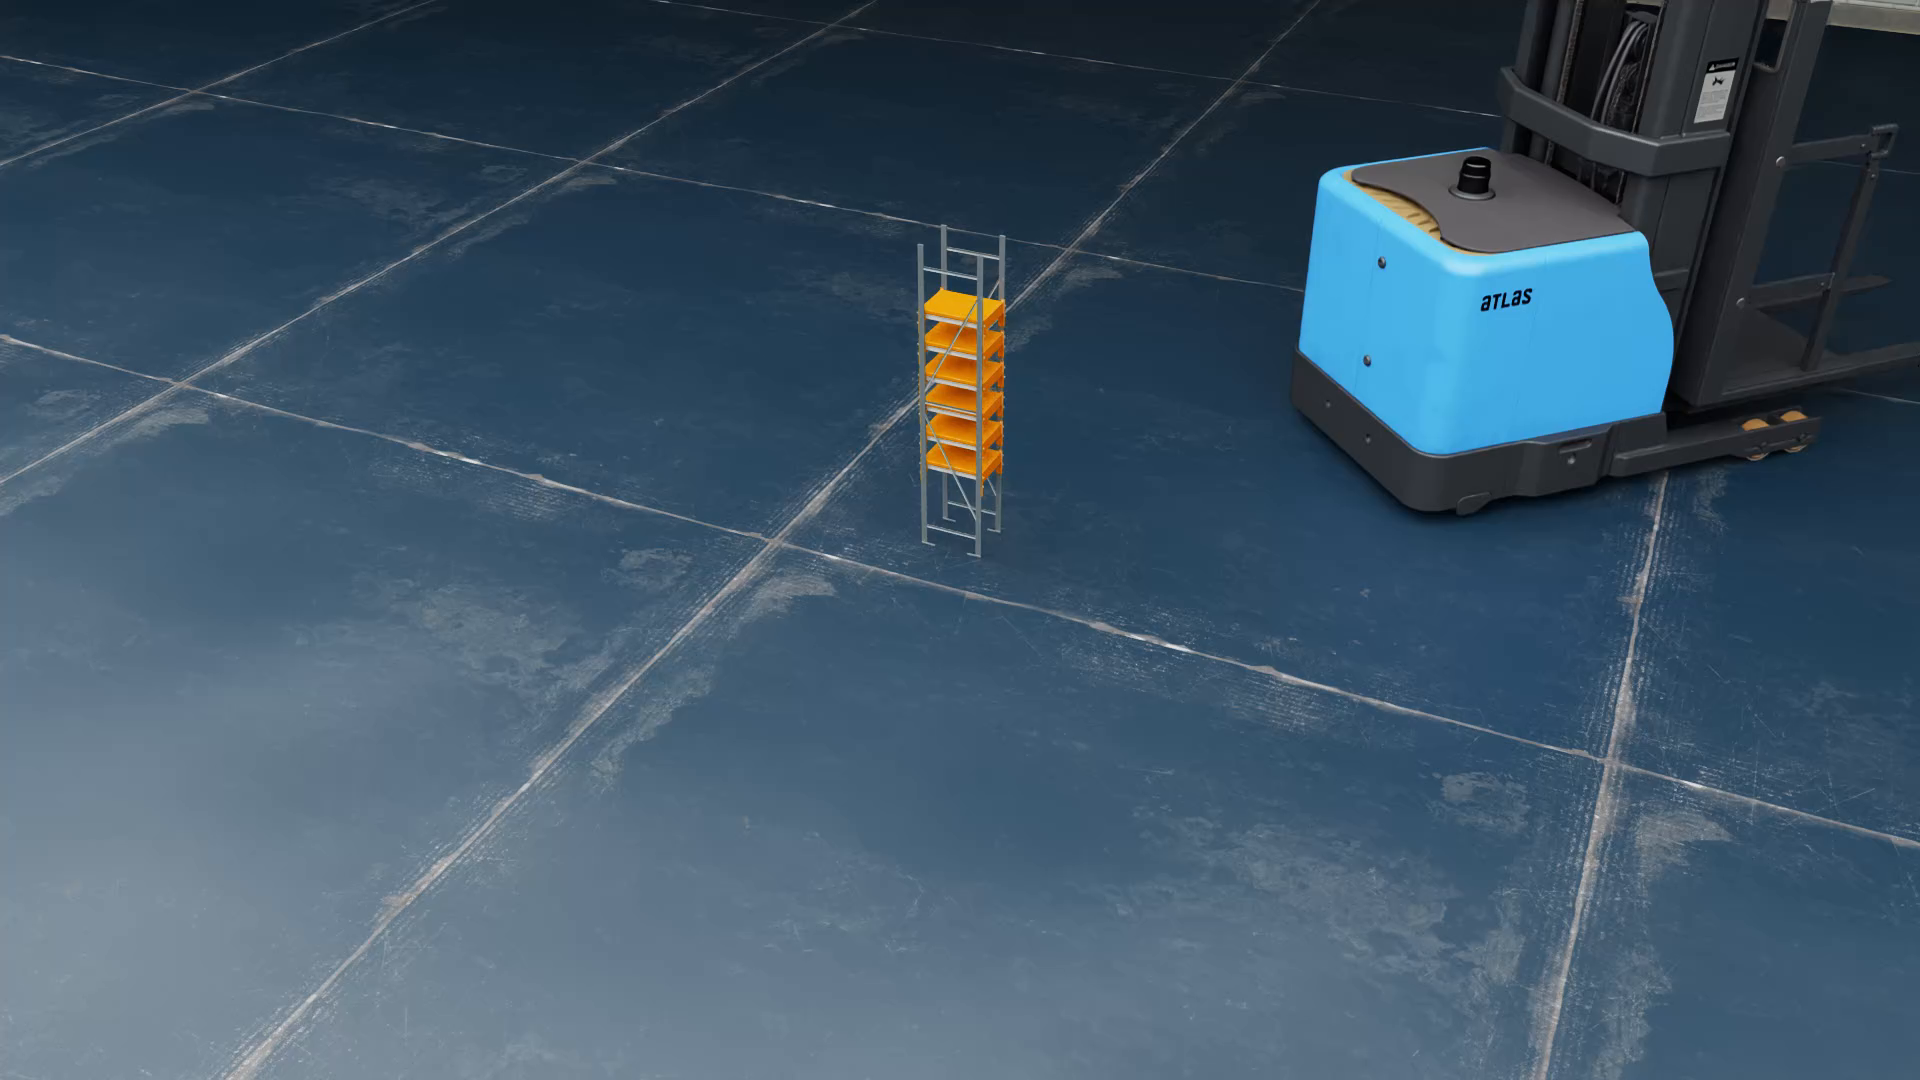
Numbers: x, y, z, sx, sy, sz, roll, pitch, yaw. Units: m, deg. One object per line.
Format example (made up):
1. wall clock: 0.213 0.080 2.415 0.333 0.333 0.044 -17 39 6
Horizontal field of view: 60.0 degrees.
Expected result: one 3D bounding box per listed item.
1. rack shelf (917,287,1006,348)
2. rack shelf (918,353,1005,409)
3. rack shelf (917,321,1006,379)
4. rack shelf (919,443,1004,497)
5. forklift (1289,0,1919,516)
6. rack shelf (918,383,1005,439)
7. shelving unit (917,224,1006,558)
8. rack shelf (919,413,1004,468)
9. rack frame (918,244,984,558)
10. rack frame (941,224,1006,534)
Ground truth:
1. rack shelf: 0.006 -0.773 5.759 0.258 0.103 0.180 14 36 20
2. rack shelf: 0.006 -0.572 5.891 0.258 0.103 0.180 14 36 20
3. rack shelf: 0.006 -0.673 5.825 0.258 0.103 0.180 14 36 20
4. rack shelf: 0.006 -0.271 6.088 0.258 0.103 0.180 14 36 20
5. forklift: 2.963 -1.808 6.334 3.031 2.935 1.130 -11 35 -17
6. rack shelf: 0.006 -0.472 5.956 0.258 0.103 0.180 14 36 20
7. shelving unit: 0.006 -0.509 5.932 0.258 1.200 0.189 14 36 20
8. rack shelf: 0.006 -0.371 6.022 0.258 0.103 0.180 14 36 20
9. rack frame: -0.032 -0.463 5.862 0.240 1.200 0.006 14 36 20
10. rack frame: 0.044 -0.555 6.001 0.240 1.200 0.006 14 36 20
